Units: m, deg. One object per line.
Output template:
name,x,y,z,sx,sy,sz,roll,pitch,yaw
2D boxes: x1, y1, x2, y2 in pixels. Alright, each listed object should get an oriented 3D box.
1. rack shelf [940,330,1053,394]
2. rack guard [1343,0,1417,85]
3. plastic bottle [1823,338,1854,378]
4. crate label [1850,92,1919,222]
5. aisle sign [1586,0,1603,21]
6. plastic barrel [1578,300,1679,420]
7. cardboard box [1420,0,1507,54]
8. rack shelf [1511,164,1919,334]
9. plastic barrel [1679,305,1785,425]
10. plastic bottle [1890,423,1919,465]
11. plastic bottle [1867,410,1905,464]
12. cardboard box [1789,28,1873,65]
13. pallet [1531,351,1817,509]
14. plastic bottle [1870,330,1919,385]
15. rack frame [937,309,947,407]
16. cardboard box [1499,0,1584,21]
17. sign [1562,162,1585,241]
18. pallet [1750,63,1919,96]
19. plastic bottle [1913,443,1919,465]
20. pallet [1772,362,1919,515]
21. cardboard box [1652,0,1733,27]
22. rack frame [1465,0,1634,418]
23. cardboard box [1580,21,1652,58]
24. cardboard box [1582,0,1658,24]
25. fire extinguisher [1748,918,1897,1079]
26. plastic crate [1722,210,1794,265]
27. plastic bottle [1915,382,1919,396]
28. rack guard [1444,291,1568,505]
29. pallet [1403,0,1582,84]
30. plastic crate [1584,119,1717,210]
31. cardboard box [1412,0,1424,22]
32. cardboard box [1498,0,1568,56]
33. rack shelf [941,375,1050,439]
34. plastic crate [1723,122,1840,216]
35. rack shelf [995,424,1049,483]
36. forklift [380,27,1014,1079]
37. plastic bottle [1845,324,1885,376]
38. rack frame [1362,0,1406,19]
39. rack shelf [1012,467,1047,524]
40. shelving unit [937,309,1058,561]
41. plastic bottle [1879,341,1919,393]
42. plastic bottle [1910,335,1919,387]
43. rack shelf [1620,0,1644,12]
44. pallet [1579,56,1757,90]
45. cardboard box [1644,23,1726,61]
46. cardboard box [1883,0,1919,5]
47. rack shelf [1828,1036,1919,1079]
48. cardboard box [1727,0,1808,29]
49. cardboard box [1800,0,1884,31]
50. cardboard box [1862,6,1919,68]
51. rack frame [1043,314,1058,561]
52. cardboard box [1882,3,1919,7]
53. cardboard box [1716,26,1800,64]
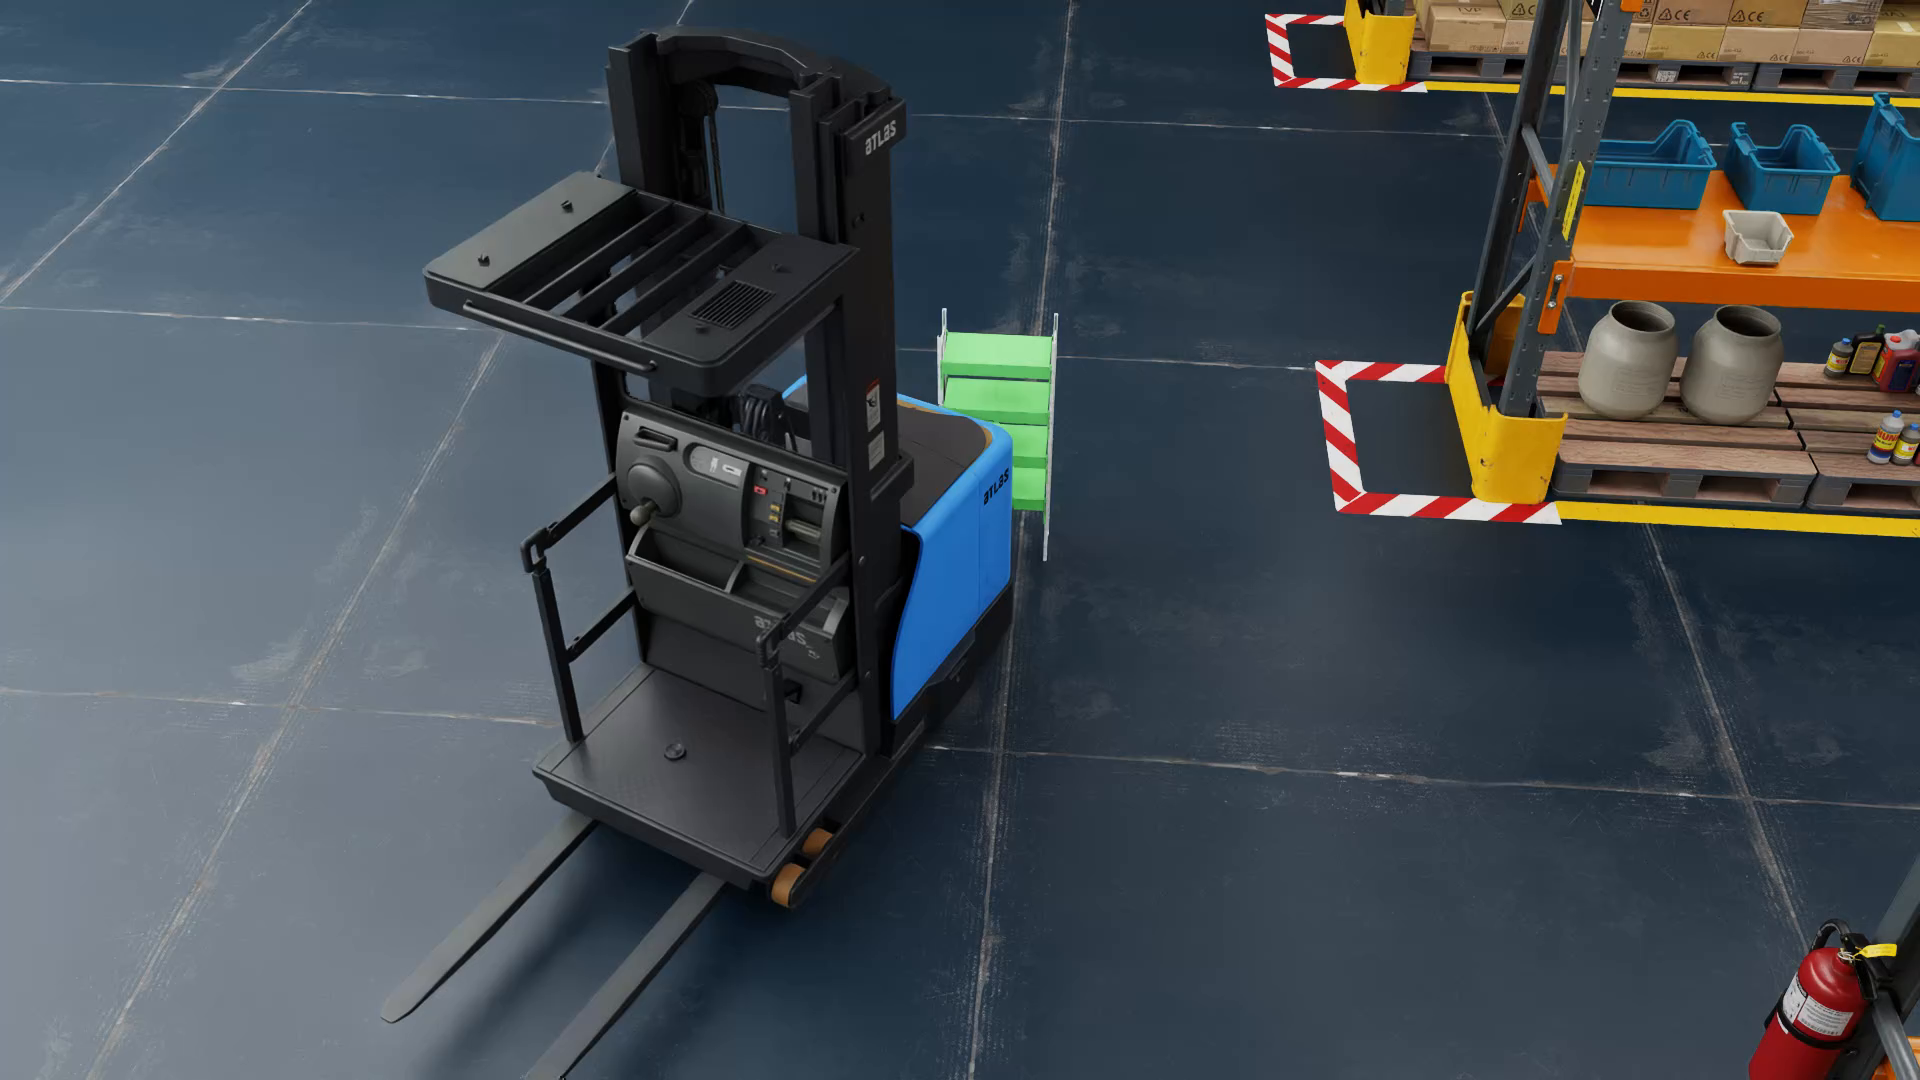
rack shelf,0.165,-0.779,7.268,0.480,0.148,0.258,3,39,4
rack guard,3.076,-3.831,12.231,0.348,0.500,1.175,3,39,4
plastic bottle,4.537,-0.945,8.574,0.097,0.201,0.097,0,39,0
crate label,4.526,-1.768,7.688,0.616,0.435,0.502,3,39,4
aisle sign,2.572,-2.512,6.571,0.004,0.787,0.394,3,39,4
plastic barrel,3.332,-0.894,8.281,0.421,0.512,0.421,0,39,0
cardboard box,3.615,-3.726,11.968,0.500,0.250,0.500,3,39,4
rack shelf,4.662,-1.296,7.707,4.000,0.370,1.077,3,39,4
plastic barrel,3.831,-0.867,8.248,0.421,0.512,0.421,0,39,0
plastic bottle,4.552,-0.469,7.989,0.097,0.201,0.097,0,39,0
plastic bottle,4.449,-0.502,7.974,0.097,0.271,0.097,0,39,0
cardboard box,6.107,-3.599,11.811,0.500,0.250,0.500,3,39,4
pallet,3.558,-0.580,8.466,1.213,0.211,1.003,3,39,4
plastic bottle,4.786,-0.943,8.512,0.135,0.276,0.152,3,39,4
rack frame,-0.078,-0.470,7.547,0.015,1.200,0.240,3,39,4
cardboard box,4.114,-3.991,11.699,0.500,0.500,0.500,3,39,4
sign,2.617,-1.446,7.101,0.005,0.325,0.100,3,39,4
pallet,6.297,-3.570,12.139,1.213,0.211,1.003,3,39,4
plastic bottle,4.673,-0.483,7.941,0.133,0.283,0.061,4,39,5
pallet,4.770,-0.512,8.383,1.213,0.211,1.003,3,39,4
cardboard box,5.110,-3.934,11.629,0.500,0.500,0.500,3,39,4
rack frame,2.669,-1.684,7.613,0.127,3.000,1.000,3,39,4
cardboard box,4.612,-3.674,11.904,0.500,0.250,0.500,3,39,4
cardboard box,4.613,-3.972,11.676,0.500,0.500,0.500,3,39,4
fire extinguisher,2.168,1.165,4.174,0.183,0.674,0.296,3,39,4
plastic crate,3.533,-1.331,7.388,0.250,0.136,0.298,3,39,4
plastic bottle,4.932,-0.827,8.429,0.097,0.201,0.097,0,39,0
rack guard,2.749,-0.740,8.434,0.348,0.500,1.175,3,39,4
pallet,3.866,-3.702,12.302,1.213,0.211,1.003,3,39,4
plastic crate,3.194,-1.787,7.858,0.616,0.251,0.499,3,39,4
cardboard box,3.660,-4.052,12.368,0.500,0.250,0.500,3,39,4
cardboard box,4.114,-3.702,11.937,0.500,0.250,0.500,3,39,4
rack shelf,0.165,-0.593,7.419,0.480,0.148,0.258,3,39,4
plastic crate,3.840,-1.748,7.810,0.408,0.251,0.499,3,39,4
rack shelf,0.165,-0.407,7.571,0.480,0.148,0.258,3,39,4
forklift,-0.926,-0.091,5.711,1.130,2.935,3.031,19,43,22
plastic bottle,4.655,-0.982,8.554,0.133,0.283,0.061,4,39,5
rack frame,3.100,-4.799,11.440,0.127,3.000,1.000,3,39,4
rack shelf,0.165,-0.221,7.722,0.480,0.148,0.258,3,39,4
shelving unit,0.165,-0.456,7.531,0.503,1.200,0.258,3,39,4
plastic bottle,4.777,-0.879,8.427,0.133,0.283,0.061,3,39,4
plastic bottle,4.924,-0.936,8.503,0.135,0.276,0.152,2,39,3
rack shelf,4.662,-2.459,6.760,4.000,0.370,1.077,3,39,4
pallet,5.078,-3.634,12.218,1.213,0.211,1.003,3,39,4
cardboard box,5.110,-3.644,11.866,0.500,0.250,0.500,3,39,4
cardboard box,6.650,-4.191,11.944,0.500,0.500,0.500,3,39,4
rack shelf,4.234,1.819,3.880,4.000,0.370,1.077,3,39,4
cardboard box,5.609,-3.916,11.607,0.500,0.500,0.500,3,39,4
cardboard box,6.107,-3.891,11.576,0.500,0.500,0.500,3,39,4
cardboard box,6.605,-3.566,11.770,0.500,0.250,0.500,3,39,4
rack frame,0.408,-0.443,7.514,0.015,1.200,0.240,3,39,4
cardboard box,6.650,-3.894,12.173,0.500,0.250,0.500,3,39,4
cardboard box,5.608,-3.617,11.833,0.500,0.250,0.500,3,39,4
